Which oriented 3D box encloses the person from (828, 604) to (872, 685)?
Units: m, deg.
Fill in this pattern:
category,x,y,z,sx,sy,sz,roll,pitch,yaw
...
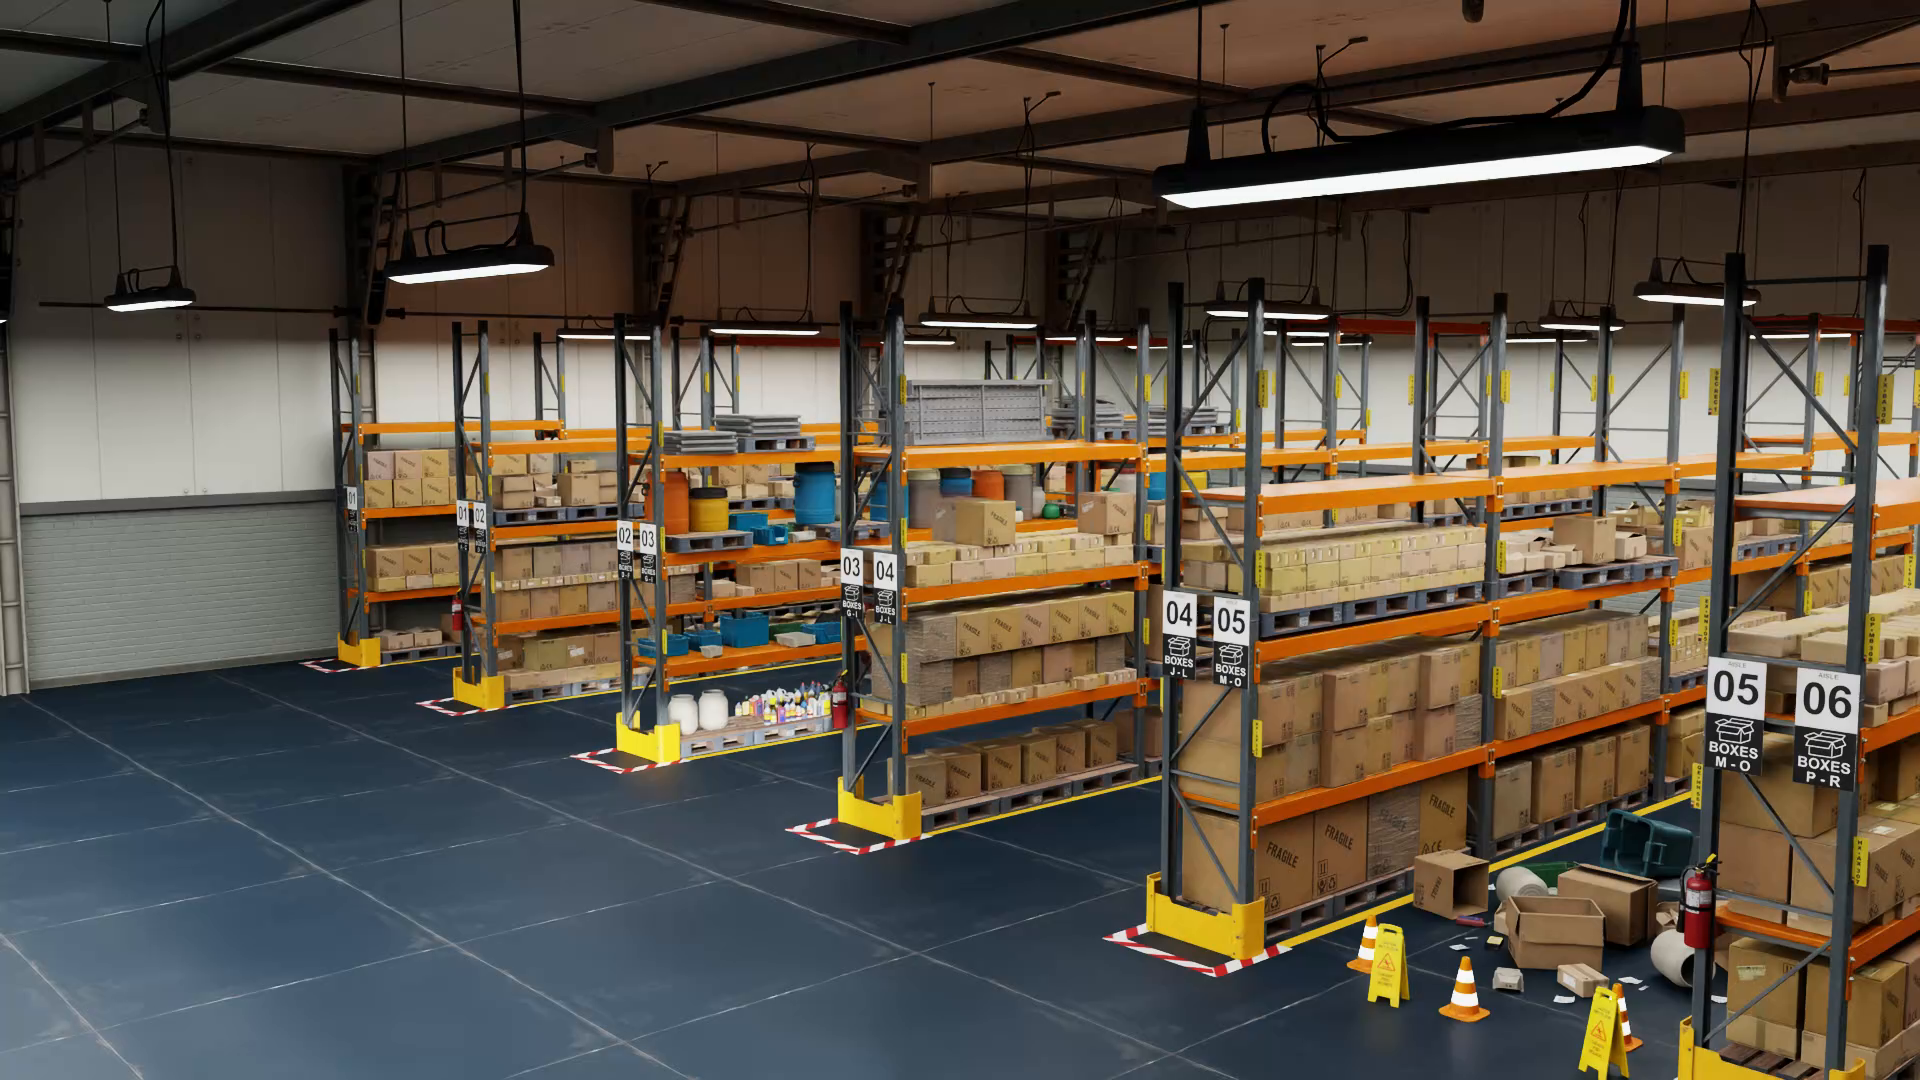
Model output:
category,x,y,z,sx,sy,sz,roll,pitch,yaw
person,-1.815,1.584,27.907,1.072,1.607,0.419,-4,7,-32
